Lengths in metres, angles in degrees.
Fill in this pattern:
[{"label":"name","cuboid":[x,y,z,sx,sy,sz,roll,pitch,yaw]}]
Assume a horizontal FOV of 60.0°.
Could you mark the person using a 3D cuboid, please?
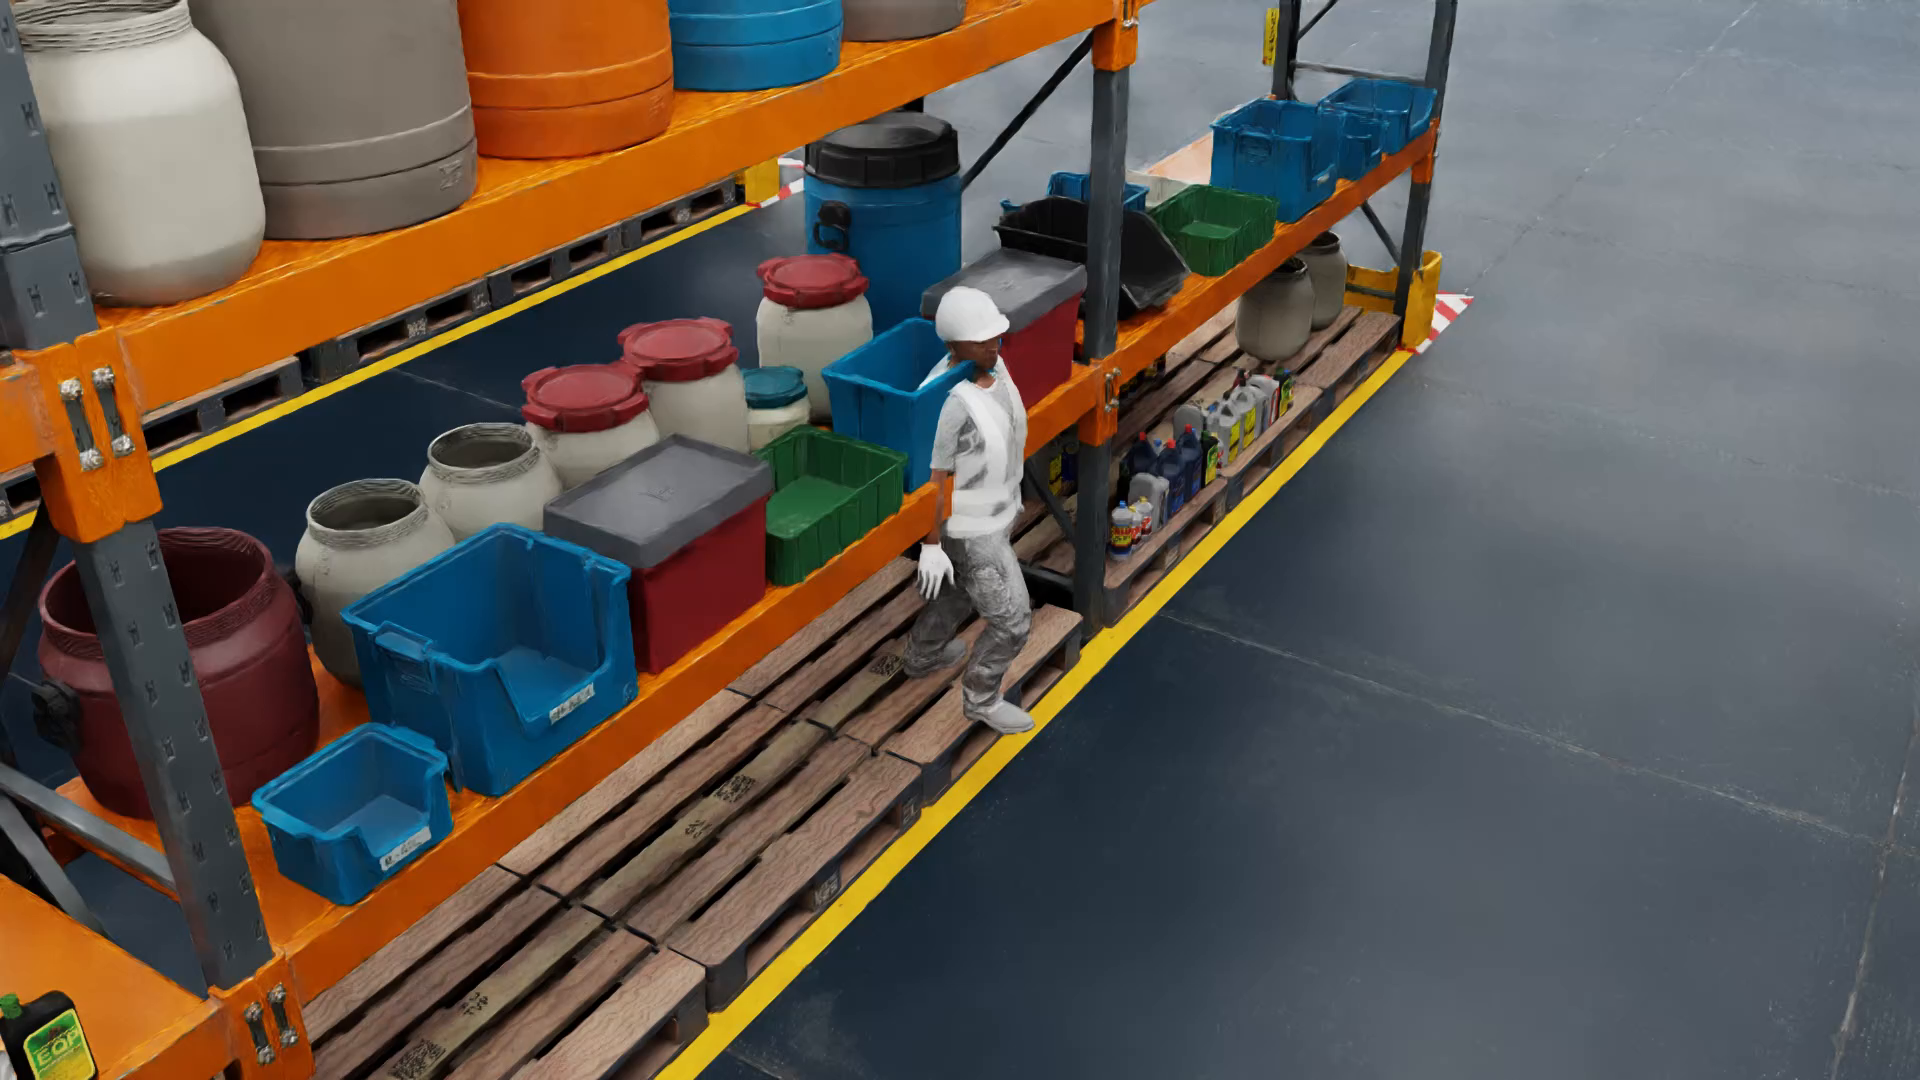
[{"label":"person","cuboid":[0.031,-0.115,6.033,0.603,1.719,0.702,8,31,14]}]
